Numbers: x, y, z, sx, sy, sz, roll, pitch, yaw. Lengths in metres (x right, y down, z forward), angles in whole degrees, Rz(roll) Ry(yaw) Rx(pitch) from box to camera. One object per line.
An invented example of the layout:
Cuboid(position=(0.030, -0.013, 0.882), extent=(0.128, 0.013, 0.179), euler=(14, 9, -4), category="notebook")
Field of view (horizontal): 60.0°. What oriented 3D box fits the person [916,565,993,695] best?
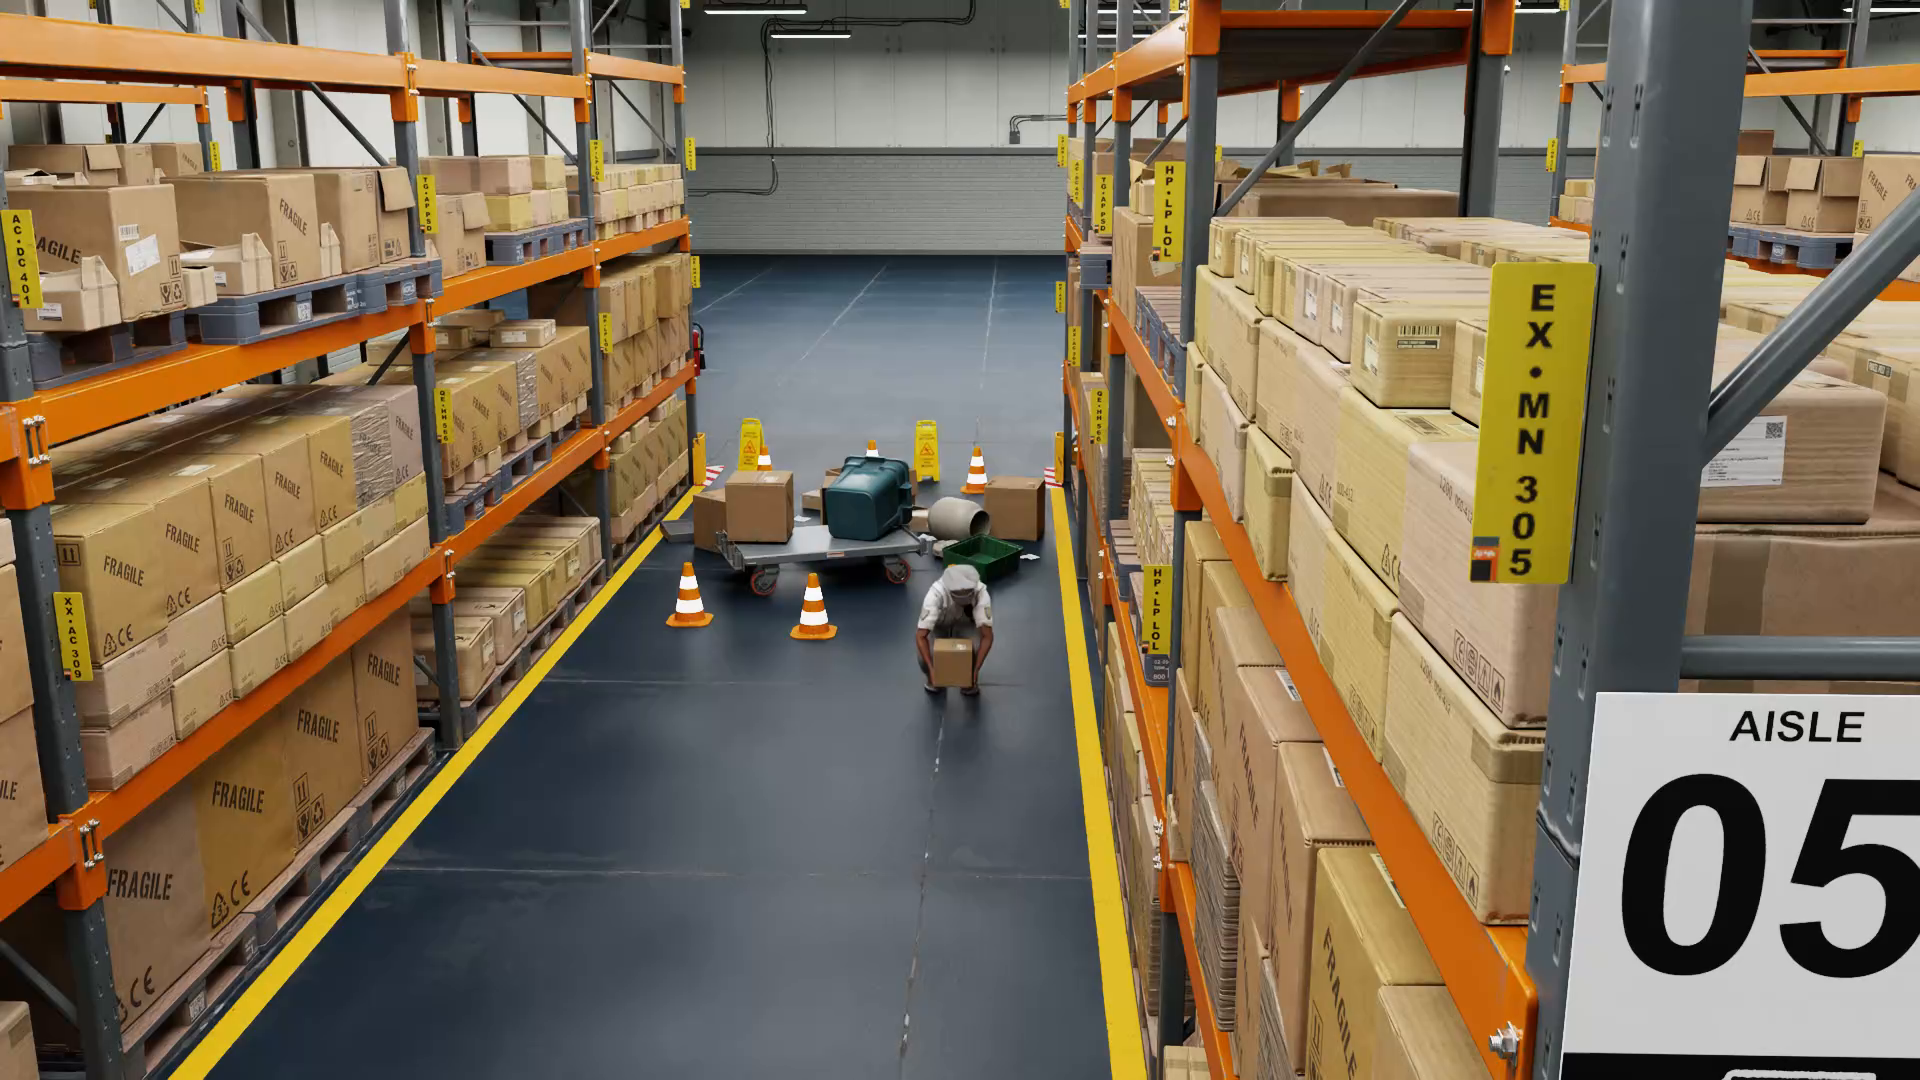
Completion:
Cuboid(position=(-0.034, 0.584, 11.168), extent=(0.514, 0.949, 0.837), euler=(0, 14, 1), category="person")
